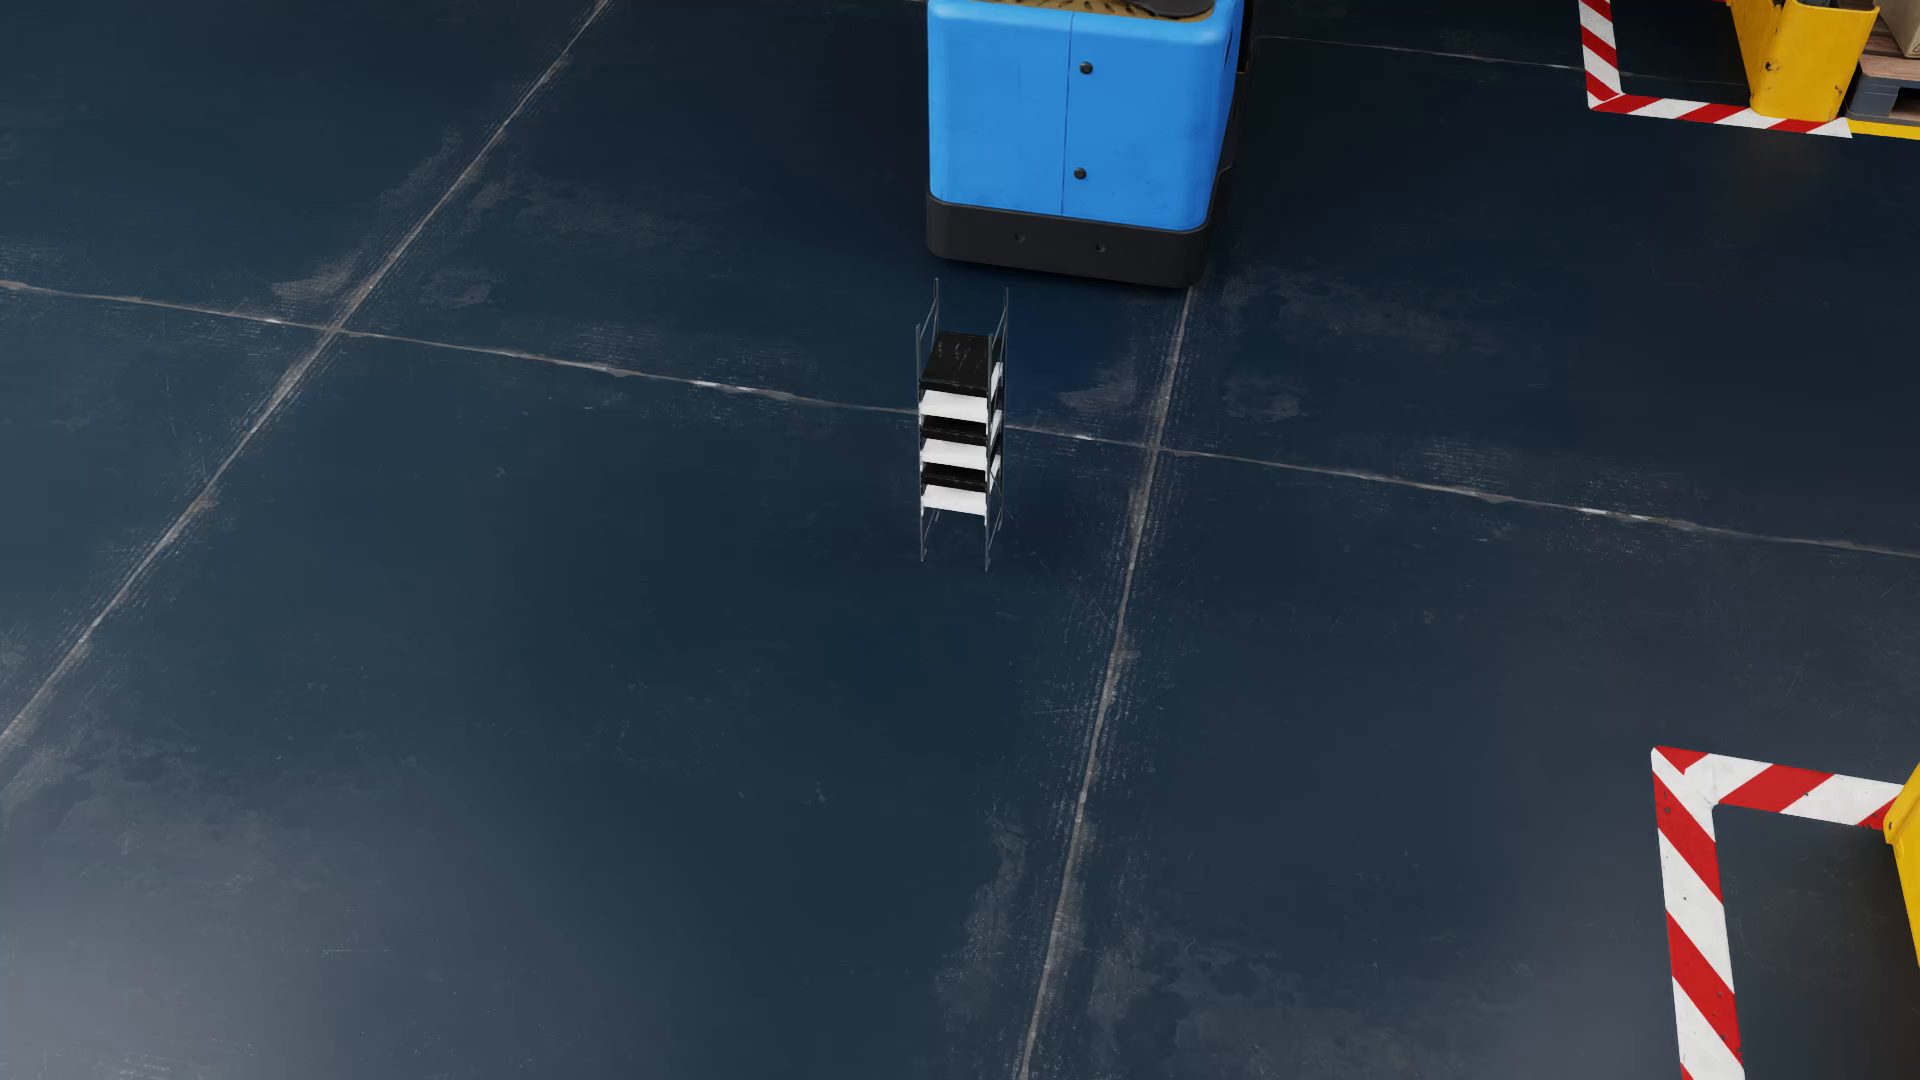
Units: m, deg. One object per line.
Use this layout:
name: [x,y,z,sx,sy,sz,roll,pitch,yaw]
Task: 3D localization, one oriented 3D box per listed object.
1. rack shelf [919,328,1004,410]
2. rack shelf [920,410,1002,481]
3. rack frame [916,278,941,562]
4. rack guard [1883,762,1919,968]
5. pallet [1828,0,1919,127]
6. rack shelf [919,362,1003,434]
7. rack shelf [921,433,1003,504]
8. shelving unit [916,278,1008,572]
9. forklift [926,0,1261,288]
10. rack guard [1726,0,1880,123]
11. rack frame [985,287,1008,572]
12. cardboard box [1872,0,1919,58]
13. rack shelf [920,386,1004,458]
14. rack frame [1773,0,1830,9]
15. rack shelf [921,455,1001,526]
rack shelf: [0.008,-0.493,4.773,0.200,0.077,0.258,9,45,9]
rack shelf: [0.008,-0.299,4.960,0.200,0.077,0.258,9,45,9]
rack frame: [-0.091,-0.338,4.953,0.006,0.900,0.240,9,45,9]
rack guard: [2.528,0.963,3.889,0.348,0.500,1.175,9,45,9]
pallet: [4.489,-2.124,7.305,1.213,0.211,1.003,9,45,9]
rack shelf: [0.008,-0.429,4.835,0.200,0.077,0.258,9,45,9]
rack shelf: [0.008,-0.234,5.022,0.200,0.077,0.258,9,45,9]
shelving unit: [0.008,-0.323,4.937,0.210,0.900,0.258,9,45,9]
forklift: [0.701,-3.017,6.271,1.130,2.935,3.031,9,45,9]
rack guard: [3.704,-2.375,7.357,0.348,0.500,1.175,9,45,9]
rack frame: [0.107,-0.308,4.921,0.006,0.900,0.240,9,45,9]
cardboard box: [4.285,-2.311,7.110,0.500,0.311,0.500,4,44,4]
rack shelf: [0.008,-0.364,4.897,0.200,0.077,0.258,9,45,9]
rack frame: [3.630,-3.287,6.502,0.127,3.000,1.000,9,45,9]
rack shelf: [0.008,-0.169,5.085,0.200,0.077,0.258,9,45,9]
